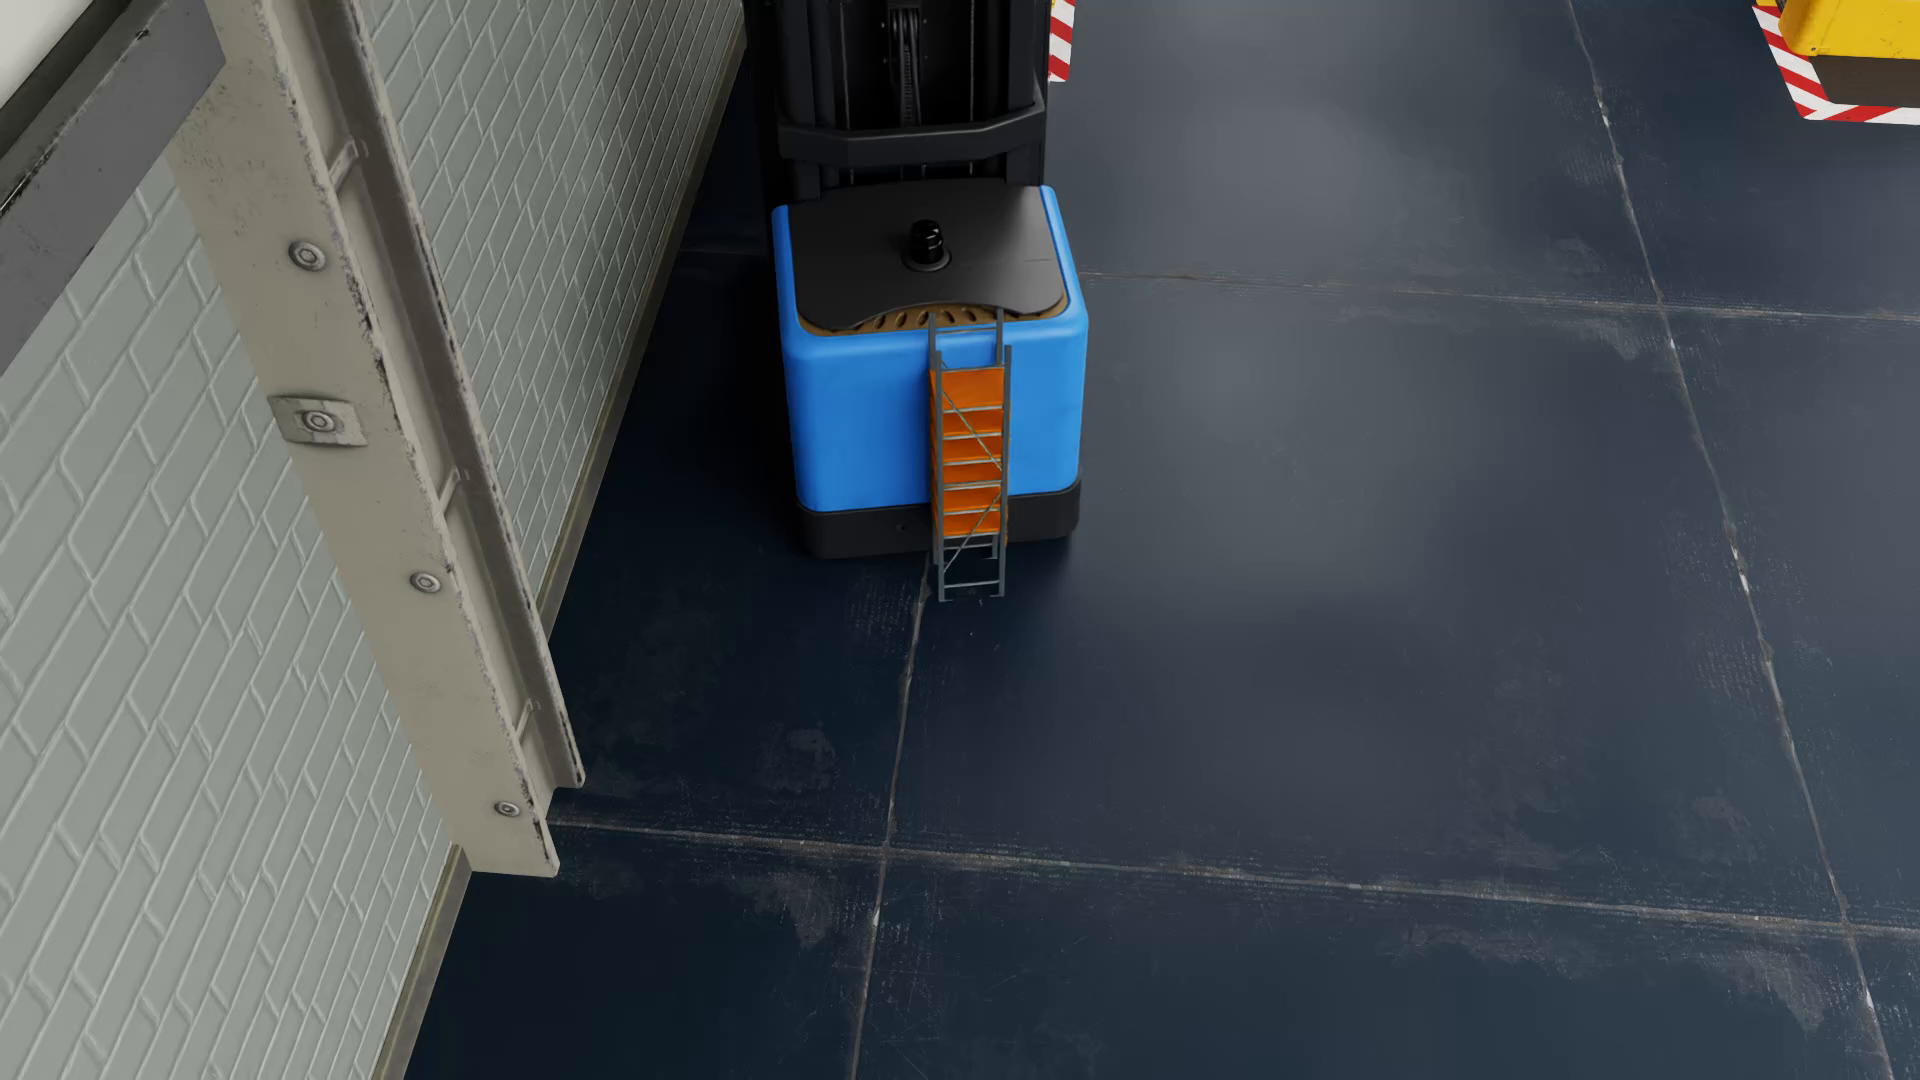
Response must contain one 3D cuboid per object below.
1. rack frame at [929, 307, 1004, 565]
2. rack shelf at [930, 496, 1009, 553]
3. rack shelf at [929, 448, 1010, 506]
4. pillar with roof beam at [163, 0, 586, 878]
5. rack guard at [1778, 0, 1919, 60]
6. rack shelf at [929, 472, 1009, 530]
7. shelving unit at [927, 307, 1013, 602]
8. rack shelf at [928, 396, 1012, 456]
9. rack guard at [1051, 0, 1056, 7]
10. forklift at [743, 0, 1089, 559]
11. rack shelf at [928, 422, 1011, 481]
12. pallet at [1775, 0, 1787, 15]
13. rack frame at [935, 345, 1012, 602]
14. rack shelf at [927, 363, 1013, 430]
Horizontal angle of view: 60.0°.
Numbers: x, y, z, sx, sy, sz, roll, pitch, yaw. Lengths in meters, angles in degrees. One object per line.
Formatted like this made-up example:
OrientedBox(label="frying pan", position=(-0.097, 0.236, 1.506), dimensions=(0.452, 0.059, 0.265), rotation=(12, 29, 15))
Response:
OrientedBox(label="rack frame", position=(0.019, -0.325, 5.734), dimensions=(0.240, 1.200, 0.006), rotation=(-5, 48, -5))
OrientedBox(label="rack shelf", position=(0.031, -0.066, 5.882), dimensions=(0.258, 0.103, 0.180), rotation=(-5, 48, -5))
OrientedBox(label="rack shelf", position=(0.031, -0.228, 5.705), dimensions=(0.258, 0.103, 0.180), rotation=(-5, 48, -5))
OrientedBox(label="pillar with roof beam", position=(2.870, -1.834, 1.829), dimensions=(9.100, 9.000, 0.400), rotation=(4, 48, 4))
OrientedBox(label="rack guard", position=(4.859, -2.744, 8.421), dimensions=(1.175, 0.500, 0.348), rotation=(4, 48, 4))
OrientedBox(label="rack shelf", position=(0.031, -0.147, 5.794), dimensions=(0.258, 0.103, 0.180), rotation=(-5, 48, -5))
OrientedBox(label="shelving unit", position=(0.031, -0.258, 5.672), dimensions=(0.258, 1.200, 0.189), rotation=(-5, 48, -5))
OrientedBox(label="rack shelf", position=(0.031, -0.390, 5.528), dimensions=(0.258, 0.103, 0.180), rotation=(-5, 48, -5))
OrientedBox(label="rack guard", position=(-0.066, -3.148, 8.790), dimensions=(1.175, 0.500, 0.348), rotation=(4, 48, 4))
OrientedBox(label="forklift", position=(-0.250, -2.017, 6.108), dimensions=(1.130, 2.935, 3.031), rotation=(-5, 48, -5))
OrientedBox(label="rack shelf", position=(0.031, -0.309, 5.617), dimensions=(0.258, 0.103, 0.180), rotation=(-5, 48, -5))
OrientedBox(label="pallet", position=(4.889, -3.229, 9.060), dimensions=(1.003, 0.211, 1.213), rotation=(4, 48, 4))
OrientedBox(label="rack frame", position=(0.042, -0.191, 5.611), dimensions=(0.240, 1.200, 0.006), rotation=(-5, 48, -5))
OrientedBox(label="rack shelf", position=(0.031, -0.471, 5.440), dimensions=(0.258, 0.103, 0.180), rotation=(-5, 48, -5))
